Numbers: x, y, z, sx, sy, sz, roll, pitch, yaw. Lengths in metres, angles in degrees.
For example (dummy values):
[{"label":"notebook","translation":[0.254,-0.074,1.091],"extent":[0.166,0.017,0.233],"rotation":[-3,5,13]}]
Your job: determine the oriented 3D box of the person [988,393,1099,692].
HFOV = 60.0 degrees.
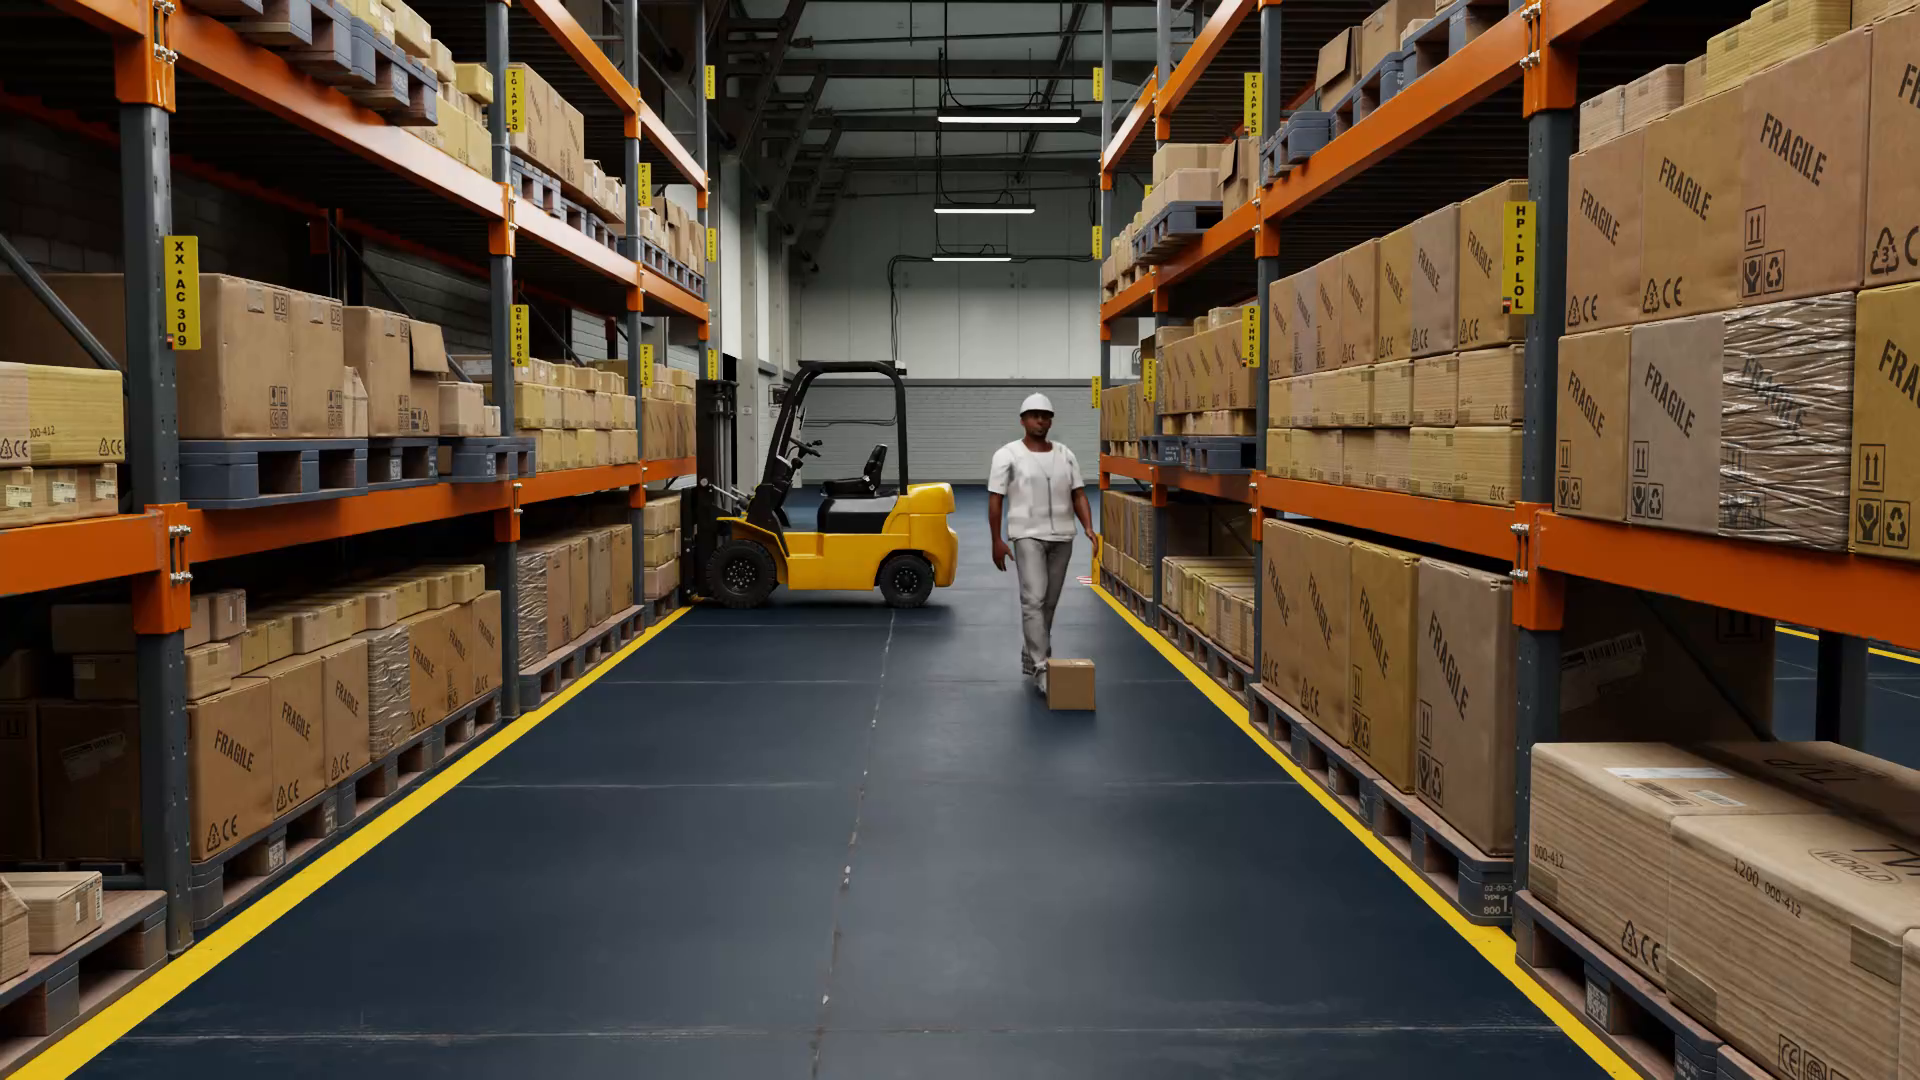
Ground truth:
[{"label":"person","translation":[0.538,-0.007,9.878],"extent":[0.575,1.728,0.872],"rotation":[-2,4,-25]}]
